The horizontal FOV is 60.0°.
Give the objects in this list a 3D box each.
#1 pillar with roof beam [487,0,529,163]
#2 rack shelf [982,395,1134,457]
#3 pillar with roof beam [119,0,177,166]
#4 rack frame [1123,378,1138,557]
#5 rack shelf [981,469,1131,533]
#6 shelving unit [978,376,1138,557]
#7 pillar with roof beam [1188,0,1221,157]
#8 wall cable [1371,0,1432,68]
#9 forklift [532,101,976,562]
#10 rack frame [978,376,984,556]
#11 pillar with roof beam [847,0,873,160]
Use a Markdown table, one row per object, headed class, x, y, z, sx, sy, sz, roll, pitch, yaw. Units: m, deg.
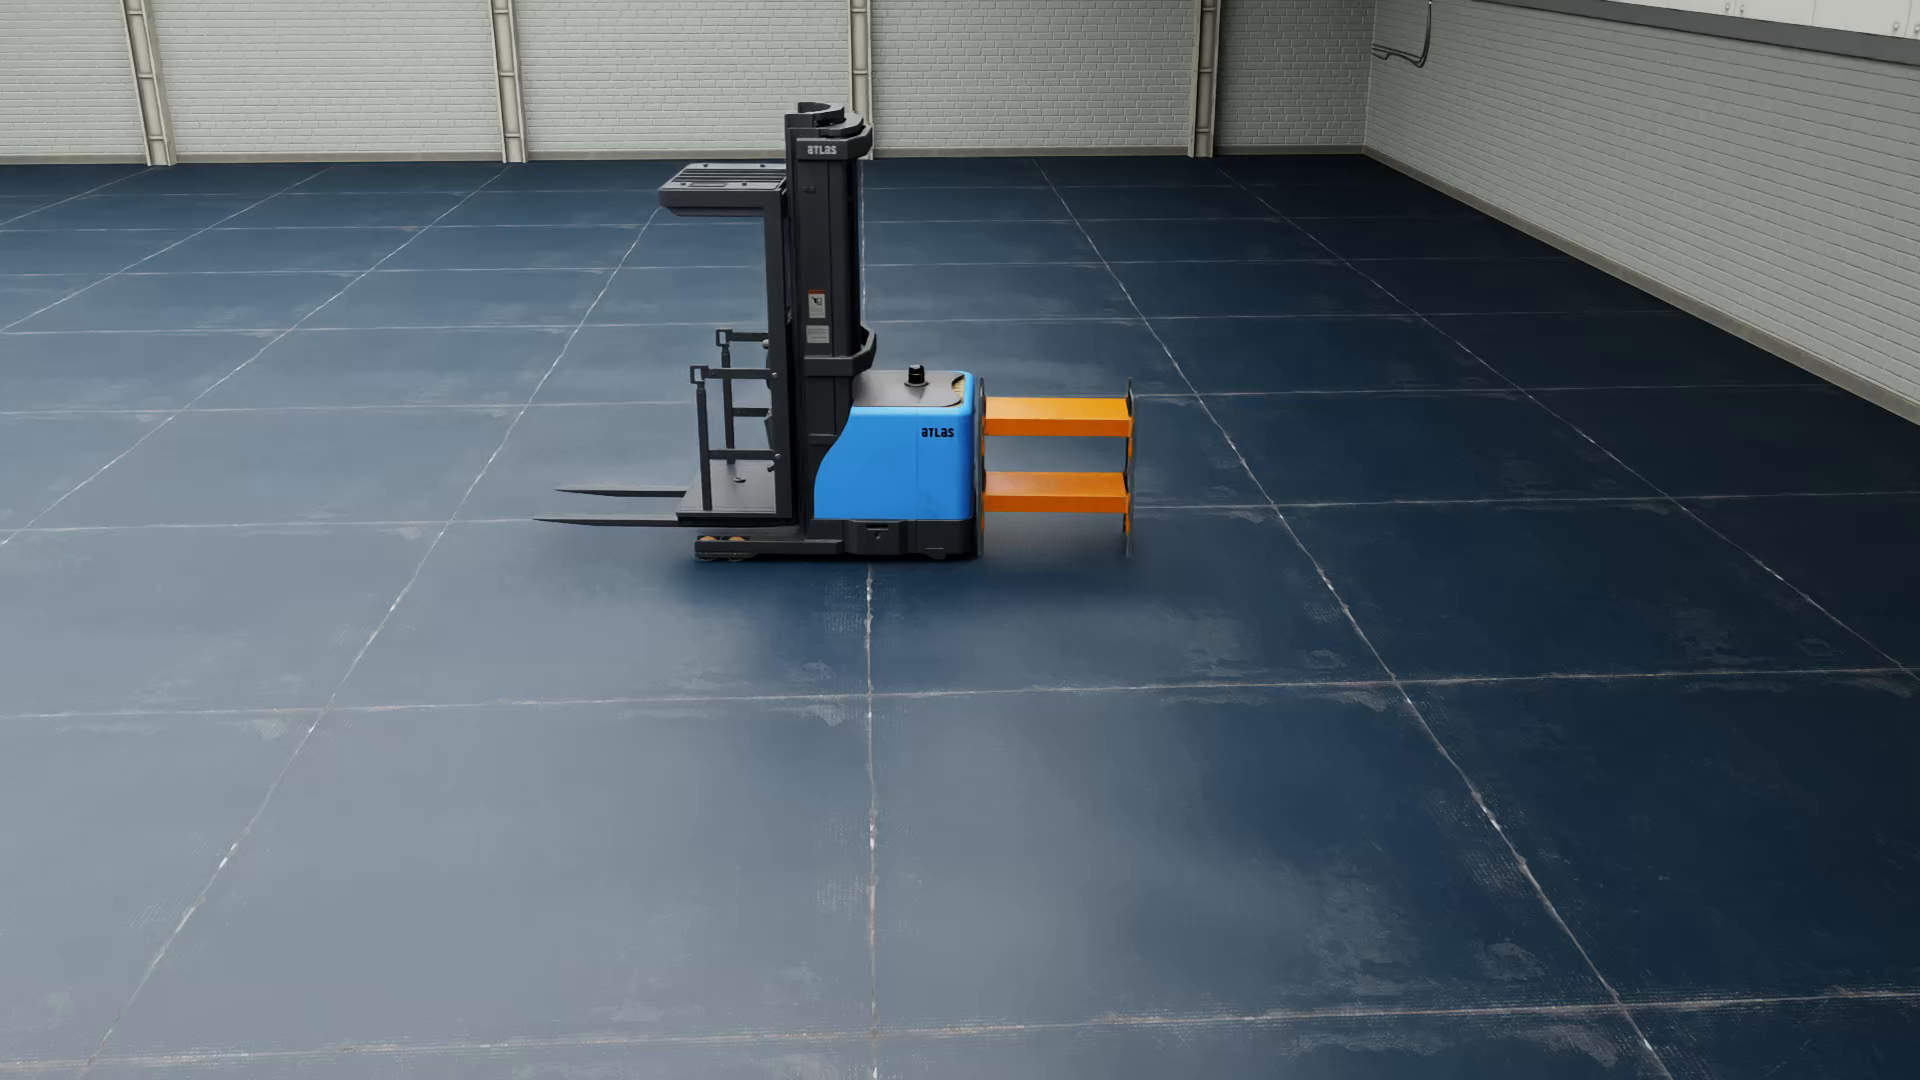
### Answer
| class | x | y | z | sx | sy | sz | roll | pitch | yaw |
| --- | --- | --- | --- | --- | --- | --- | --- | --- | --- |
| pillar with roof beam | -7.469 | -9.258 | 23.289 | 0.400 | 9.000 | 9.100 | -1 | 21 | -3 |
| rack shelf | 0.652 | -0.776 | 11.257 | 1.000 | 0.278 | 0.538 | 1 | 21 | 2 |
| pillar with roof beam | -13.459 | -9.136 | 22.969 | 0.400 | 9.000 | 9.100 | -1 | 21 | -3 |
| rack frame | 1.160 | -0.497 | 11.346 | 0.032 | 1.125 | 0.500 | 1 | 21 | 2 |
| rack shelf | 0.652 | -0.274 | 11.448 | 1.000 | 0.278 | 0.538 | 1 | 21 | 2 |
| shelving unit | 0.652 | -0.503 | 11.361 | 1.048 | 1.125 | 0.538 | 1 | 21 | 2 |
| pillar with roof beam | 4.512 | -9.501 | 23.929 | 0.400 | 9.000 | 9.100 | -1 | 21 | -3 |
| wall cable | 7.282 | -9.169 | 27.422 | 0.112 | 2.526 | 3.097 | -1 | 21 | -3 |
| forklift | -1.410 | -1.410 | 11.205 | 3.031 | 2.935 | 1.130 | 1 | 21 | 2 |
| rack frame | 0.143 | -0.508 | 11.375 | 0.032 | 1.125 | 0.500 | 1 | 21 | 2 |
| pillar with roof beam | -1.479 | -9.379 | 23.609 | 0.400 | 9.000 | 9.100 | -1 | 21 | -3 |
